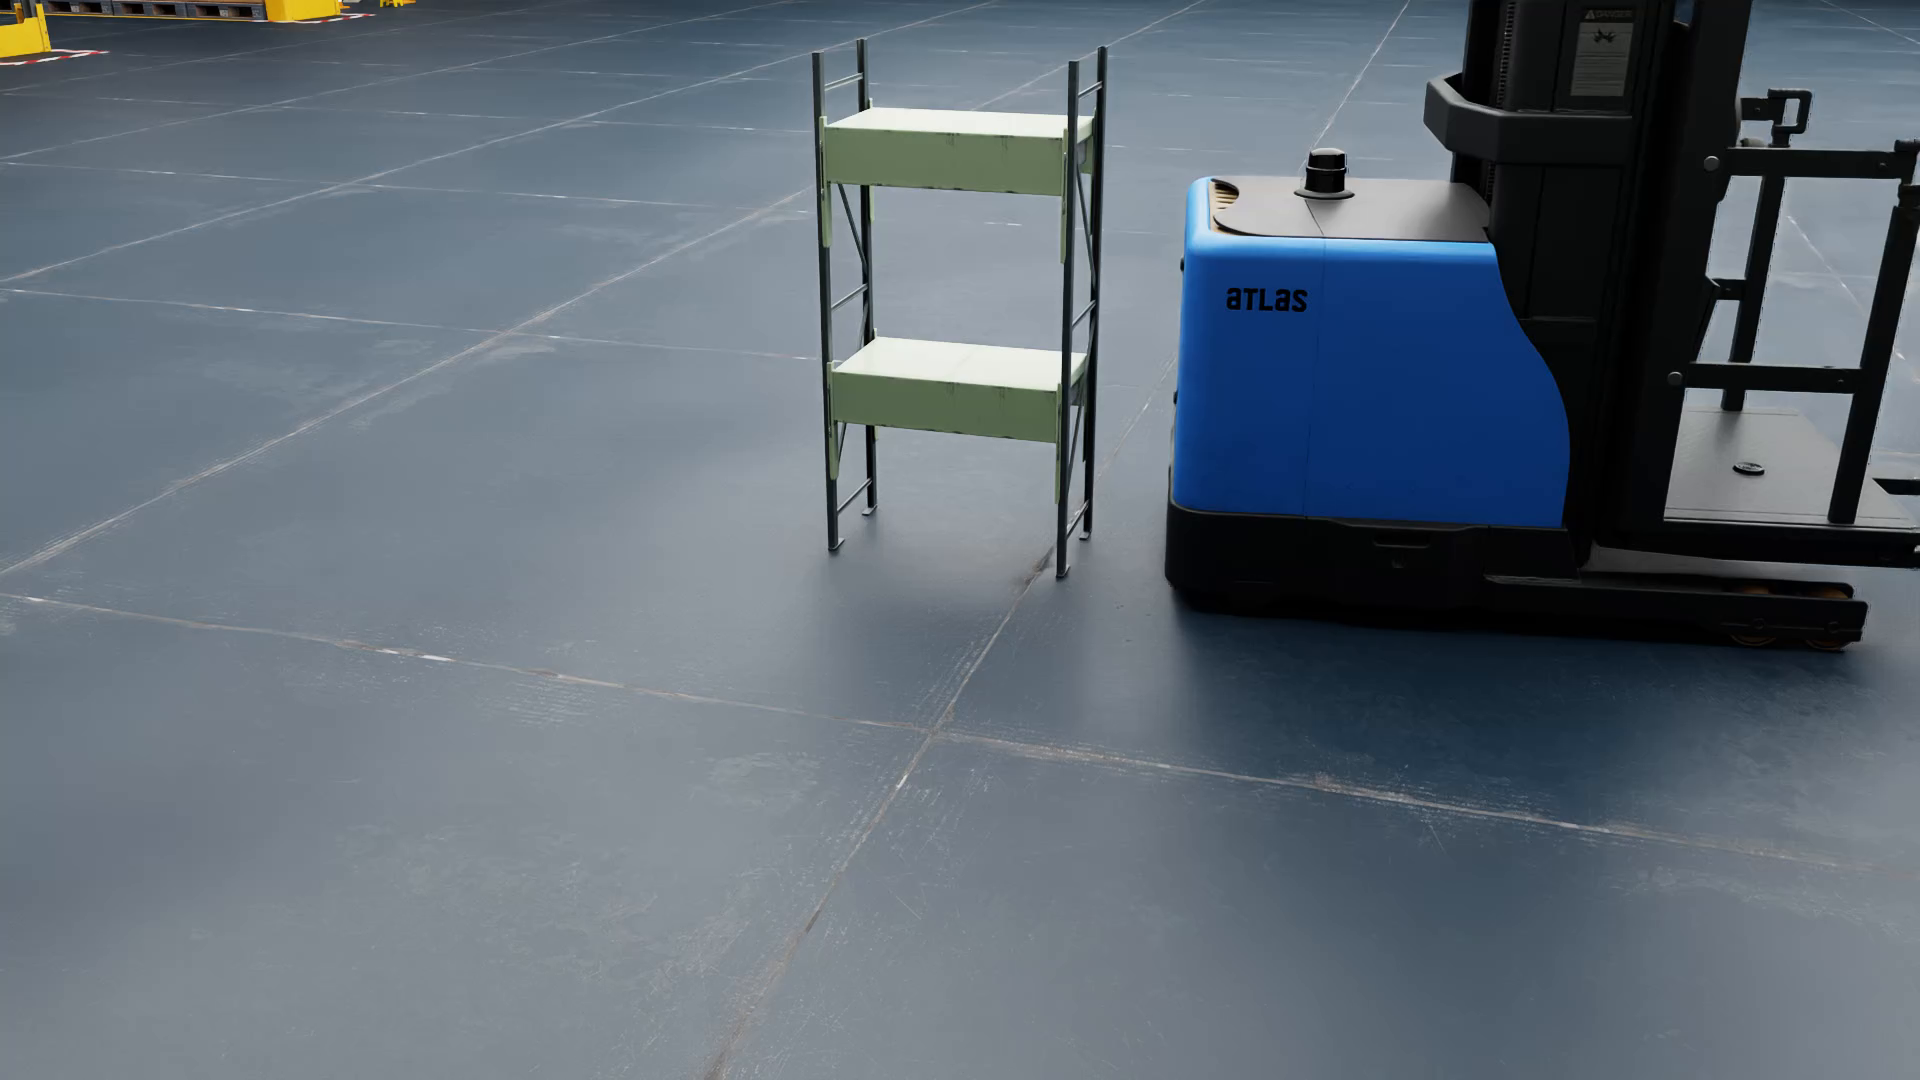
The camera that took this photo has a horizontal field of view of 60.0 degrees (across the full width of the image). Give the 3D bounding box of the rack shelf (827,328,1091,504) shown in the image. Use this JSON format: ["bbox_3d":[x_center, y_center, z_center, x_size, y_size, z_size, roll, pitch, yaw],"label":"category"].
[{"bbox_3d":[0.006,-0.392,5.107,0.720,0.370,0.431,7,23,16],"label":"rack shelf"}]

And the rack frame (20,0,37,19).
[{"bbox_3d":[-10.422,-6.674,17.588,0.127,3.000,1.000,7,23,16],"label":"rack frame"}]

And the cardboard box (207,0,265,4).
[{"bbox_3d":[-9.561,-7.727,22.400,0.875,0.875,0.875,7,23,16],"label":"cardboard box"}]

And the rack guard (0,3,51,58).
[{"bbox_3d":[-10.495,-5.526,18.083,0.348,0.500,1.175,7,23,16],"label":"rack guard"}]

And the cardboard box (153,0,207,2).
[{"bbox_3d":[-10.404,-7.822,22.634,0.875,0.875,0.875,6,23,15],"label":"cardboard box"}]

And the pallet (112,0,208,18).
[{"bbox_3d":[-10.845,-7.369,22.956,1.213,0.211,1.003,7,23,15],"label":"pallet"}]

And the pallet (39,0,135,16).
[{"bbox_3d":[-12.017,-7.502,23.280,1.213,0.211,1.003,7,23,15],"label":"pallet"}]

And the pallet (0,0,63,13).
[{"bbox_3d":[-13.483,-7.671,23.692,1.213,0.211,1.003,7,23,16],"label":"pallet"}]

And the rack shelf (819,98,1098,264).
[{"bbox_3d":[0.006,-1.054,4.836,0.720,0.370,0.431,7,23,16],"label":"rack shelf"}]

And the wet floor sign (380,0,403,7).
[{"bbox_3d":[-8.293,-8.092,24.147,0.232,0.644,0.267,3,22,6],"label":"wet floor sign"}]

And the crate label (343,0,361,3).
[{"bbox_3d":[-9.109,-8.152,24.962,0.298,0.136,0.250,-5,23,-12],"label":"crate label"}]

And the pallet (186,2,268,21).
[{"bbox_3d":[-9.681,-7.234,22.628,1.213,0.211,1.003,7,23,15],"label":"pallet"}]

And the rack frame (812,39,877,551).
[{"bbox_3d":[-0.344,-0.733,5.081,0.023,1.500,0.400,7,23,16],"label":"rack frame"}]

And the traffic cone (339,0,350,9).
[{"bbox_3d":[-8.991,-7.865,23.835,0.334,0.463,0.336,7,23,16],"label":"traffic cone"}]

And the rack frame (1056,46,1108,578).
[{"bbox_3d":[0.357,-0.653,4.886,0.023,1.500,0.400,7,23,16],"label":"rack frame"}]

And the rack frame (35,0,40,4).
[{"bbox_3d":[-12.722,-8.904,23.023,0.127,3.000,1.000,7,23,16],"label":"rack frame"}]

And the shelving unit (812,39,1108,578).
[{"bbox_3d":[0.006,-0.693,4.984,0.755,1.500,0.431,7,23,16],"label":"shelving unit"}]

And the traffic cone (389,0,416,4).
[{"bbox_3d":[-8.339,-8.239,24.745,0.334,0.463,0.336,7,23,16],"label":"traffic cone"}]

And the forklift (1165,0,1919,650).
[{"bbox_3d":[2.152,-1.270,4.504,3.031,2.935,1.130,3,22,7],"label":"forklift"}]

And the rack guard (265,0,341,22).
[{"bbox_3d":[-8.870,-7.306,22.422,0.348,0.500,1.175,7,23,16],"label":"rack guard"}]
